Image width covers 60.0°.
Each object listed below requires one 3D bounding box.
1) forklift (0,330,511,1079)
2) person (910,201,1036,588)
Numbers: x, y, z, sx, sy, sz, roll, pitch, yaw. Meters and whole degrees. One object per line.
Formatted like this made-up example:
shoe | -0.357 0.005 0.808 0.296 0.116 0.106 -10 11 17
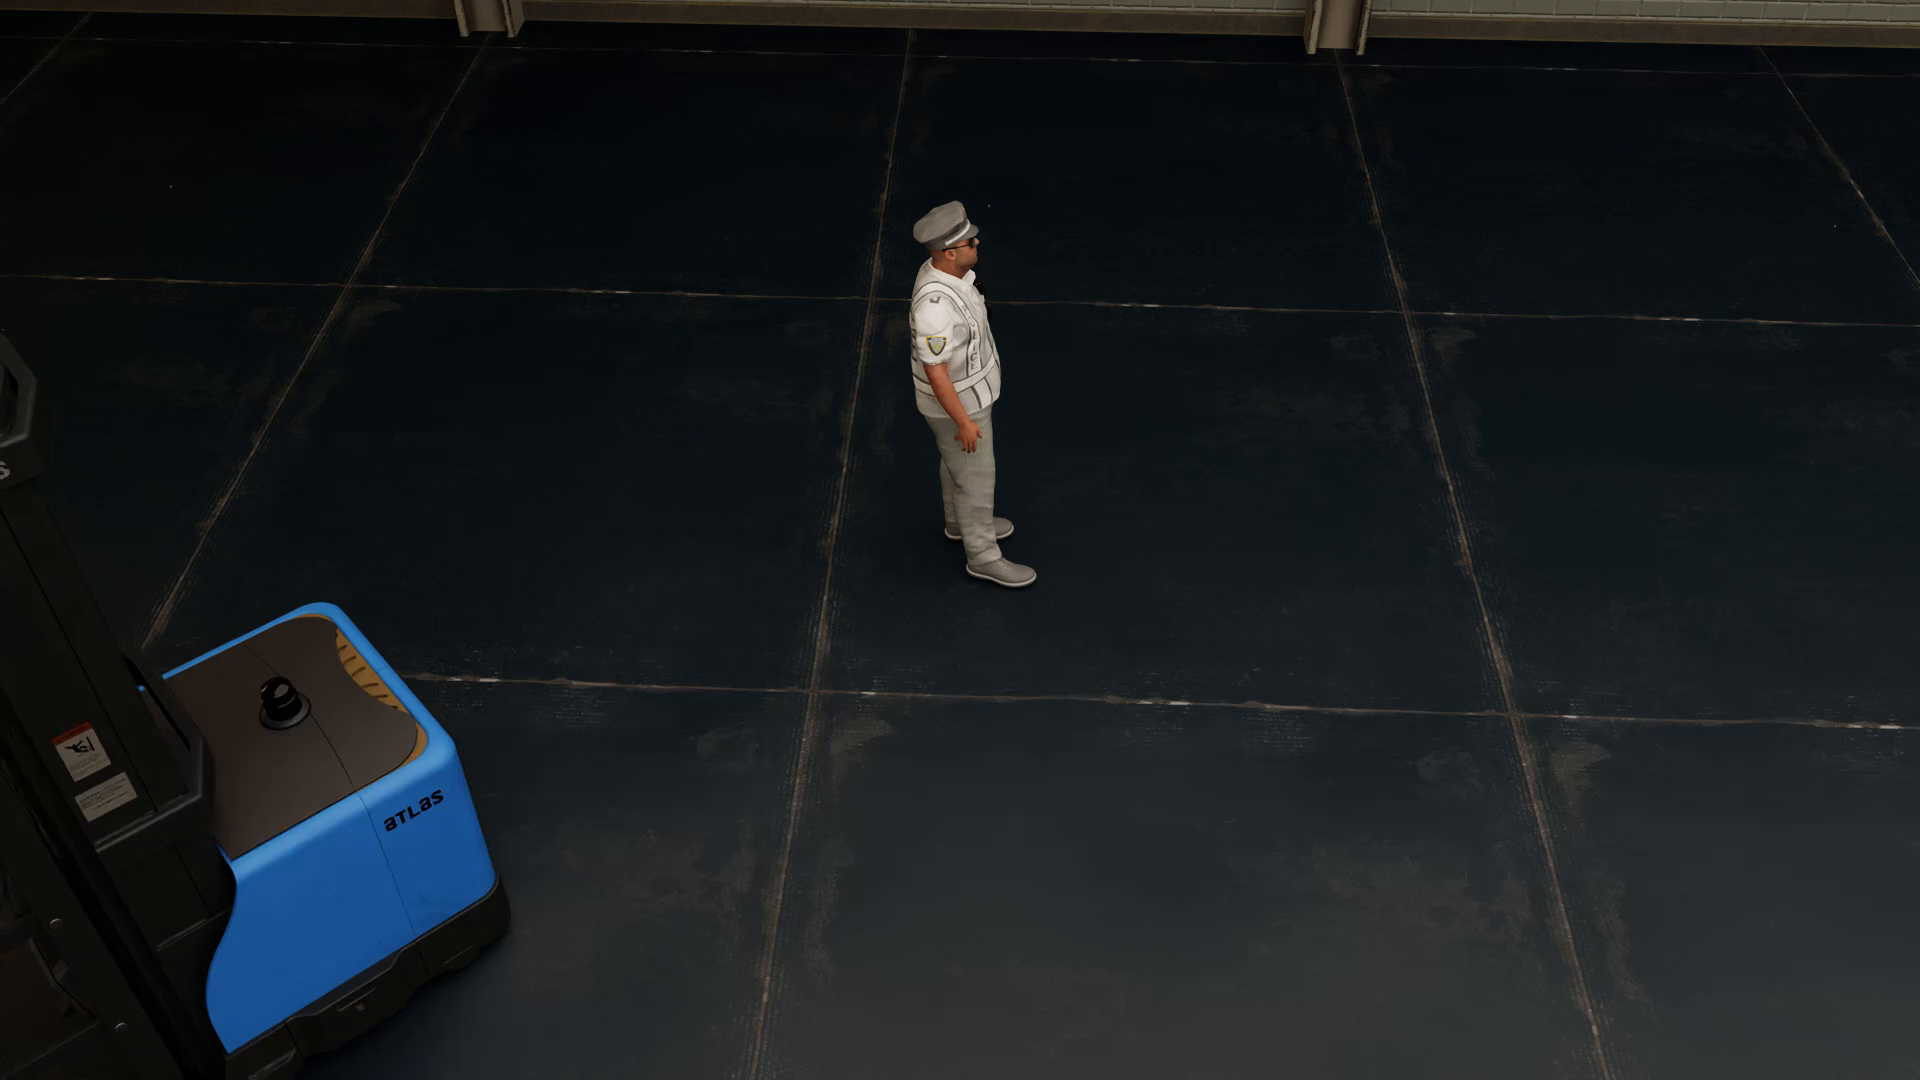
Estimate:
forklift | -3.129 0.811 4.854 3.031 2.935 1.130 -31 51 -29
person | 0.078 -0.654 7.299 0.574 1.780 0.641 2 42 2
